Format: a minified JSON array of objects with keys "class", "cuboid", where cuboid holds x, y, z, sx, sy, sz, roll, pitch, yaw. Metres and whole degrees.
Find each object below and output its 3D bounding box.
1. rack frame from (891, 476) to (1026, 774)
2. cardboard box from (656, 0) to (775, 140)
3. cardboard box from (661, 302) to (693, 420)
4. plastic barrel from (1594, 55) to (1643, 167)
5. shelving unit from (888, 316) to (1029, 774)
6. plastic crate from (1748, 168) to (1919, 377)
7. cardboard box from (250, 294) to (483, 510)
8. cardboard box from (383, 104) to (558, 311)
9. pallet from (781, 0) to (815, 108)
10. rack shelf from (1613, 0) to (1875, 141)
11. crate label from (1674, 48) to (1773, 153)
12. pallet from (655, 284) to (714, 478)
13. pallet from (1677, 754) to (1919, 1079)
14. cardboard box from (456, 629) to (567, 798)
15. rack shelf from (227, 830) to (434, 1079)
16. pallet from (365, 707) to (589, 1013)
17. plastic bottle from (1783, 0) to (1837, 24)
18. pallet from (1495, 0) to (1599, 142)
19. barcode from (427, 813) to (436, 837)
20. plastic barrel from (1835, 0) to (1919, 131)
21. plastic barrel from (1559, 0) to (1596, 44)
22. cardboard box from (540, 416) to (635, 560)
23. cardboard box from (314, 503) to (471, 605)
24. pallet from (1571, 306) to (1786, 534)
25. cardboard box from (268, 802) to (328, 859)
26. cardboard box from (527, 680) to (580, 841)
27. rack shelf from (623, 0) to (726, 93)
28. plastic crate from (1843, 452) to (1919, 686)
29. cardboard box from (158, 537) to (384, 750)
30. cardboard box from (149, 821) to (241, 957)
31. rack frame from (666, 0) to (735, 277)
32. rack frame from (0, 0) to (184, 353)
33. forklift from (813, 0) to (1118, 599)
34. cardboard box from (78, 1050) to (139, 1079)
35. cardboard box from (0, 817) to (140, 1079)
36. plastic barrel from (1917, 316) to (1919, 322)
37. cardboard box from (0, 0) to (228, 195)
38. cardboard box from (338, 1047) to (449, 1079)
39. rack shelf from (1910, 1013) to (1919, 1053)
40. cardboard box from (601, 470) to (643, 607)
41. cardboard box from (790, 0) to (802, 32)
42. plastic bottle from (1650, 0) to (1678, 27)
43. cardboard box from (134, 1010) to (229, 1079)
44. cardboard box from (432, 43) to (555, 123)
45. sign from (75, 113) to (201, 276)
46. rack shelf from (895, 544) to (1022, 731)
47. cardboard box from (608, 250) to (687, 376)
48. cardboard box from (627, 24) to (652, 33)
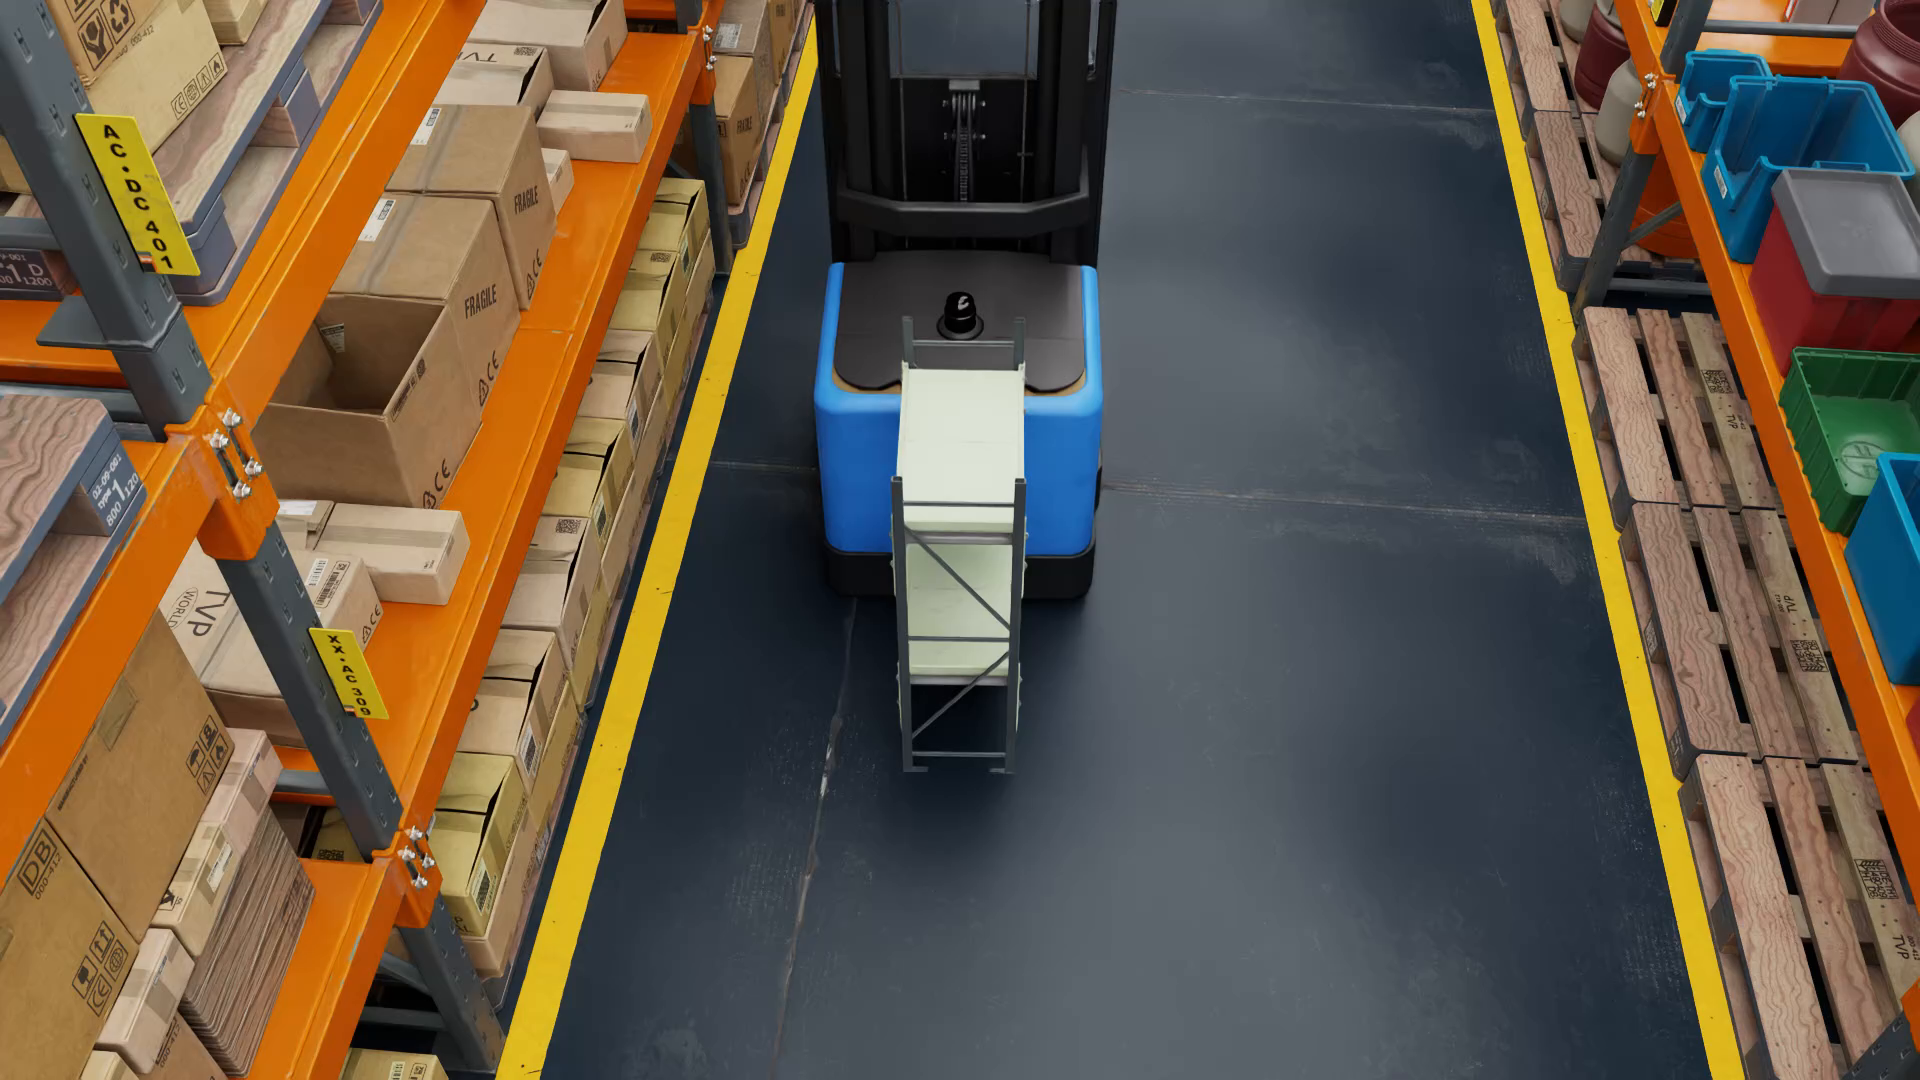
[{"class":"rack frame","cuboid":[-0.004,0.328,5.459,0.400,1.500,0.023,1,48,1]},{"class":"cardboard box","cuboid":[-1.221,-2.352,8.290,0.500,0.500,0.500,2,48,2]},{"class":"cardboard box","cuboid":[-1.437,-0.778,7.034,0.500,0.250,0.500,3,48,3]},{"class":"plastic barrel","cuboid":[3.334,-2.094,8.060,0.421,0.512,0.421,0,48,0]},{"class":"shelving unit","cuboid":[0.004,0.058,5.706,0.431,1.500,0.755,1,48,1]},{"class":"plastic crate","cuboid":[2.892,-0.866,5.491,0.402,0.464,0.583,4,48,4]},{"class":"cardboard box","cuboid":[-1.819,-0.391,5.033,0.500,0.500,0.500,7,48,6]},{"class":"cardboard box","cuboid":[-1.725,-1.146,5.724,0.500,0.500,0.500,2,48,1]},{"class":"pallet","cuboid":[-1.369,-2.846,9.236,1.003,0.211,1.213,4,48,4]},{"class":"rack shelf","cuboid":[3.526,-3.238,8.192,1.077,0.370,4.000,4,48,4]},{"class":"crate label","cuboid":[2.932,-1.670,6.384,0.303,0.233,0.416,4,48,4]},{"class":"pallet","cuboid":[-1.703,-0.803,7.368,1.003,0.211,1.213,4,48,4]},{"class":"pallet","cuboid":[3.012,1.290,5.453,1.003,0.211,1.213,4,48,4]},{"class":"cardboard box","cuboid":[-1.617,0.535,5.452,0.500,0.311,0.500,3,48,3]},{"class":"rack shelf","cuboid":[-2.136,2.305,3.122,1.077,0.370,4.000,4,48,4]},{"class":"pallet","cuboid":[-1.925,0.990,5.728,1.003,0.211,1.213,4,48,4]},{"class":"plastic bottle","cuboid":[3.553,-2.275,6.908,0.152,0.276,0.135,4,48,4]},{"class":"pallet","cuboid":[3.488,-2.546,8.961,1.003,0.211,1.213,4,48,4]},{"class":"barcode","cuboid":[-1.515,0.804,4.753,0.001,0.075,0.075,4,48,4]},{"class":"plastic barrel","cuboid":[3.603,-1.695,6.202,0.600,0.536,0.708,4,48,4]},{"class":"plastic barrel","cuboid":[3.437,-2.924,8.819,0.421,0.512,0.421,0,48,0]},{"class":"cardboard box","cuboid":[-1.529,-0.227,6.150,0.500,0.311,0.500,5,48,5]},{"class":"cardboard box","cuboid":[-1.669,0.040,4.877,0.380,0.149,0.250,4,48,4]},{"class":"pallet","cuboid":[3.234,-0.503,7.093,1.003,0.211,1.213,4,48,4]},{"class":"cardboard box","cuboid":[-2.202,0.873,5.144,0.500,0.311,0.500,4,48,4]},{"class":"cardboard box","cuboid":[-1.622,0.724,5.660,0.500,0.250,0.500,5,48,5]},{"class":"rack shelf","cuboid":[-1.407,-3.574,8.499,1.077,0.370,4.000,4,48,4]},{"class":"plastic crate","cuboid":[2.770,0.102,4.660,0.392,0.384,0.575,4,48,4]},{"class":"cardboard box","cuboid":[-1.952,0.279,4.590,0.500,0.250,0.500,7,48,6]},{"class":"cardboard box","cuboid":[-1.789,0.736,3.563,0.380,0.149,0.250,3,48,3]},{"class":"rack frame","cuboid":[-1.589,-2.347,6.889,1.000,3.000,0.127,4,48,4]},{"class":"rack frame","cuboid":[-1.953,-1.432,1.987,1.000,3.000,0.127,4,48,4]},{"class":"forklift","cuboid":[0.025,-1.836,6.468,1.130,2.935,3.031,1,48,1]},{"class":"cardboard box","cuboid":[-1.834,1.121,3.210,0.380,0.149,0.250,4,48,3]},{"class":"cardboard box","cuboid":[-2.032,0.819,3.047,0.700,0.500,0.500,4,48,3]},{"class":"plastic barrel","cuboid":[3.424,-0.969,5.553,0.421,0.512,0.421,0,48,0]},{"class":"cardboard box","cuboid":[-1.888,-0.963,3.408,0.500,0.250,0.500,8,48,8]},{"class":"cardboard box","cuboid":[-1.778,1.734,4.736,0.500,0.250,0.500,4,48,4]},{"class":"rack shelf","cuboid":[2.797,2.641,2.815,1.077,0.370,4.000,4,48,4]},{"class":"cardboard box","cuboid":[-1.530,-0.031,6.350,0.500,0.250,0.500,5,48,4]},{"class":"cardboard box","cuboid":[-1.128,-3.104,8.978,0.500,0.500,0.500,2,48,2]},{"class":"plastic bottle","cuboid":[2.956,-2.297,6.923,0.061,0.283,0.133,4,48,4]},{"class":"cardboard box","cuboid":[-2.029,1.273,3.511,0.700,0.500,0.500,3,48,3]},{"class":"cardboard box","cuboid":[-1.863,-1.672,6.333,0.500,0.311,0.500,3,48,3]},{"class":"sign","cuboid":[-1.401,-0.585,2.841,0.100,0.325,0.005,4,48,4]},{"class":"rack shelf","cuboid":[0.004,0.278,5.947,0.431,0.370,0.720,1,48,1]},{"class":"cardboard box","cuboid":[-1.432,-0.966,6.825,0.500,0.311,0.500,3,48,3]},{"class":"cardboard box","cuboid":[-1.736,-2.649,8.054,0.500,0.250,0.500,6,48,5]}]
